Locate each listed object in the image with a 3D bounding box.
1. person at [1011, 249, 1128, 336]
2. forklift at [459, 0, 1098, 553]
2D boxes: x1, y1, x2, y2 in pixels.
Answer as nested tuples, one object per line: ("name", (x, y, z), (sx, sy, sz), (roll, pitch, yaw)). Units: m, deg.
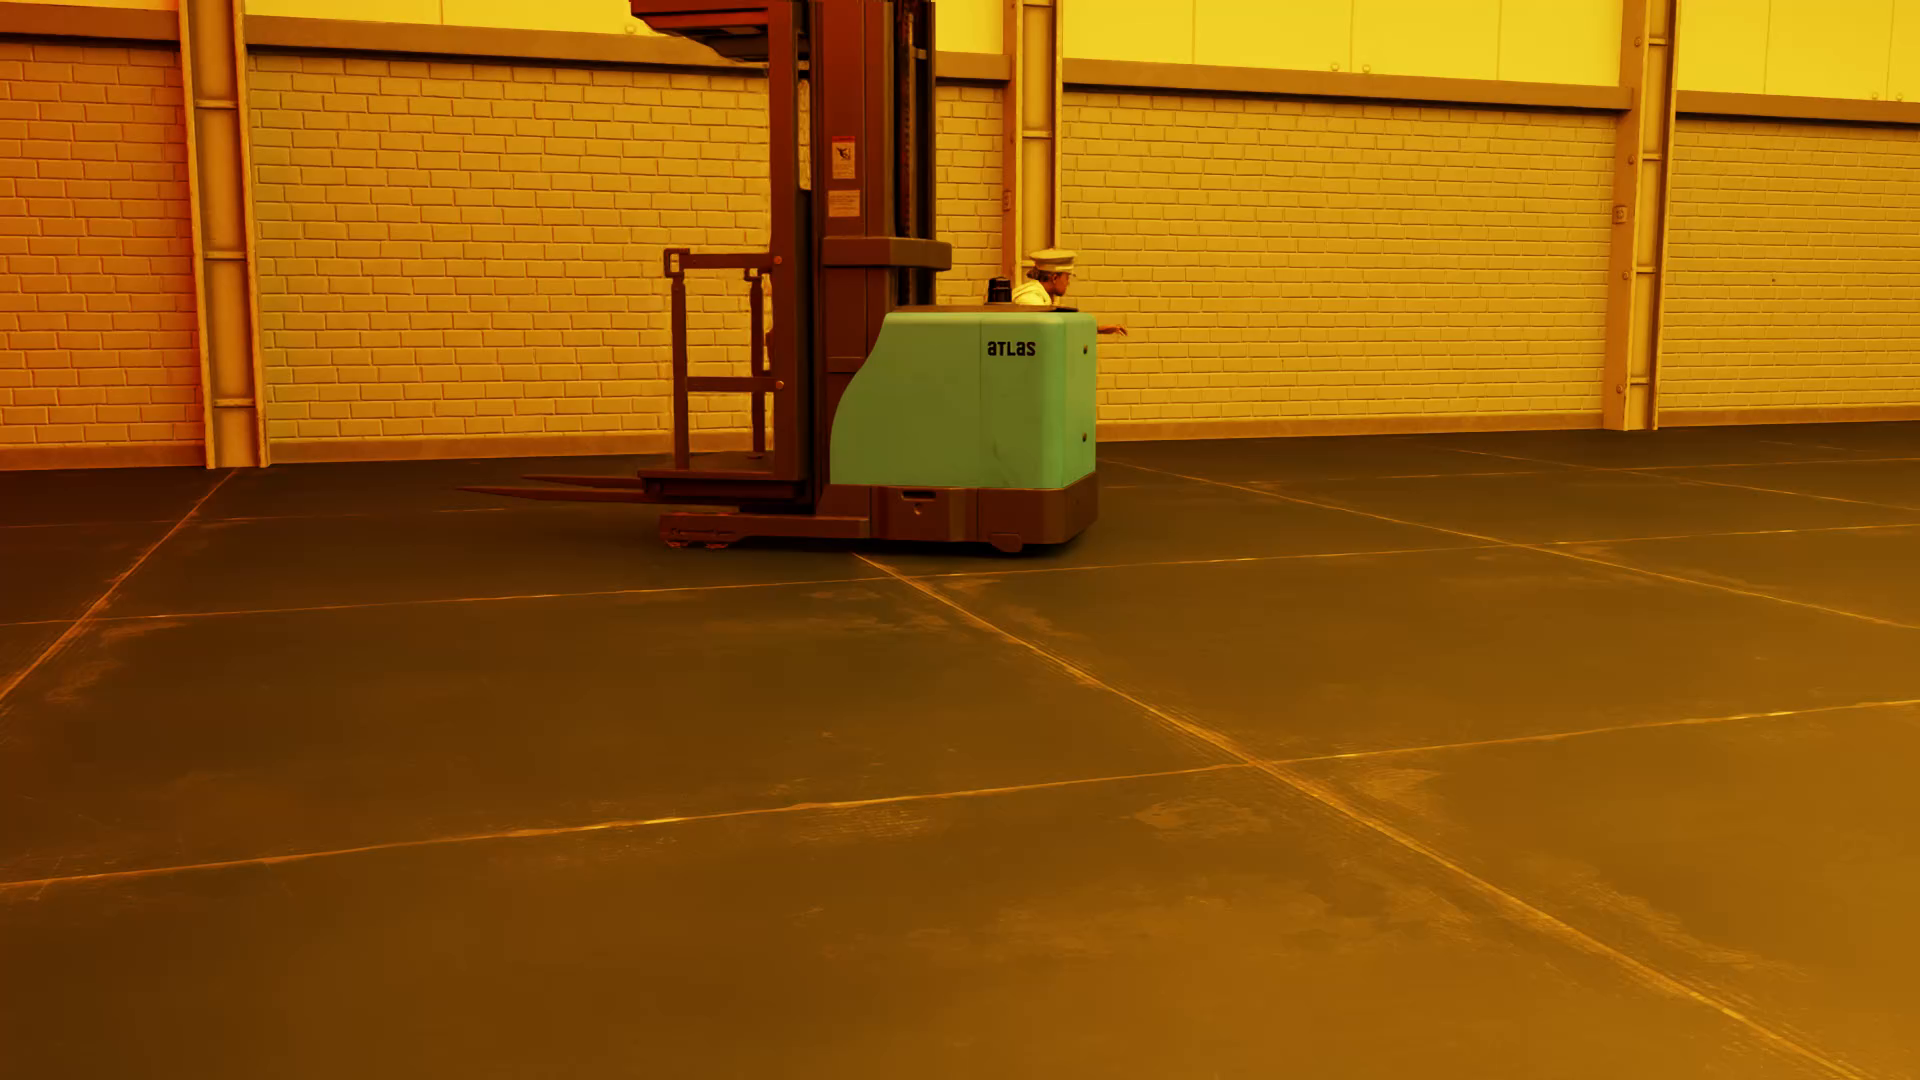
("person", (0.535, -0.853, 8.887), (0.895, 1.397, 1.095), (-1, 8, -7))
("forklift", (-0.899, -1.476, 7.904), (3.031, 2.935, 1.130), (2, 8, 14))
